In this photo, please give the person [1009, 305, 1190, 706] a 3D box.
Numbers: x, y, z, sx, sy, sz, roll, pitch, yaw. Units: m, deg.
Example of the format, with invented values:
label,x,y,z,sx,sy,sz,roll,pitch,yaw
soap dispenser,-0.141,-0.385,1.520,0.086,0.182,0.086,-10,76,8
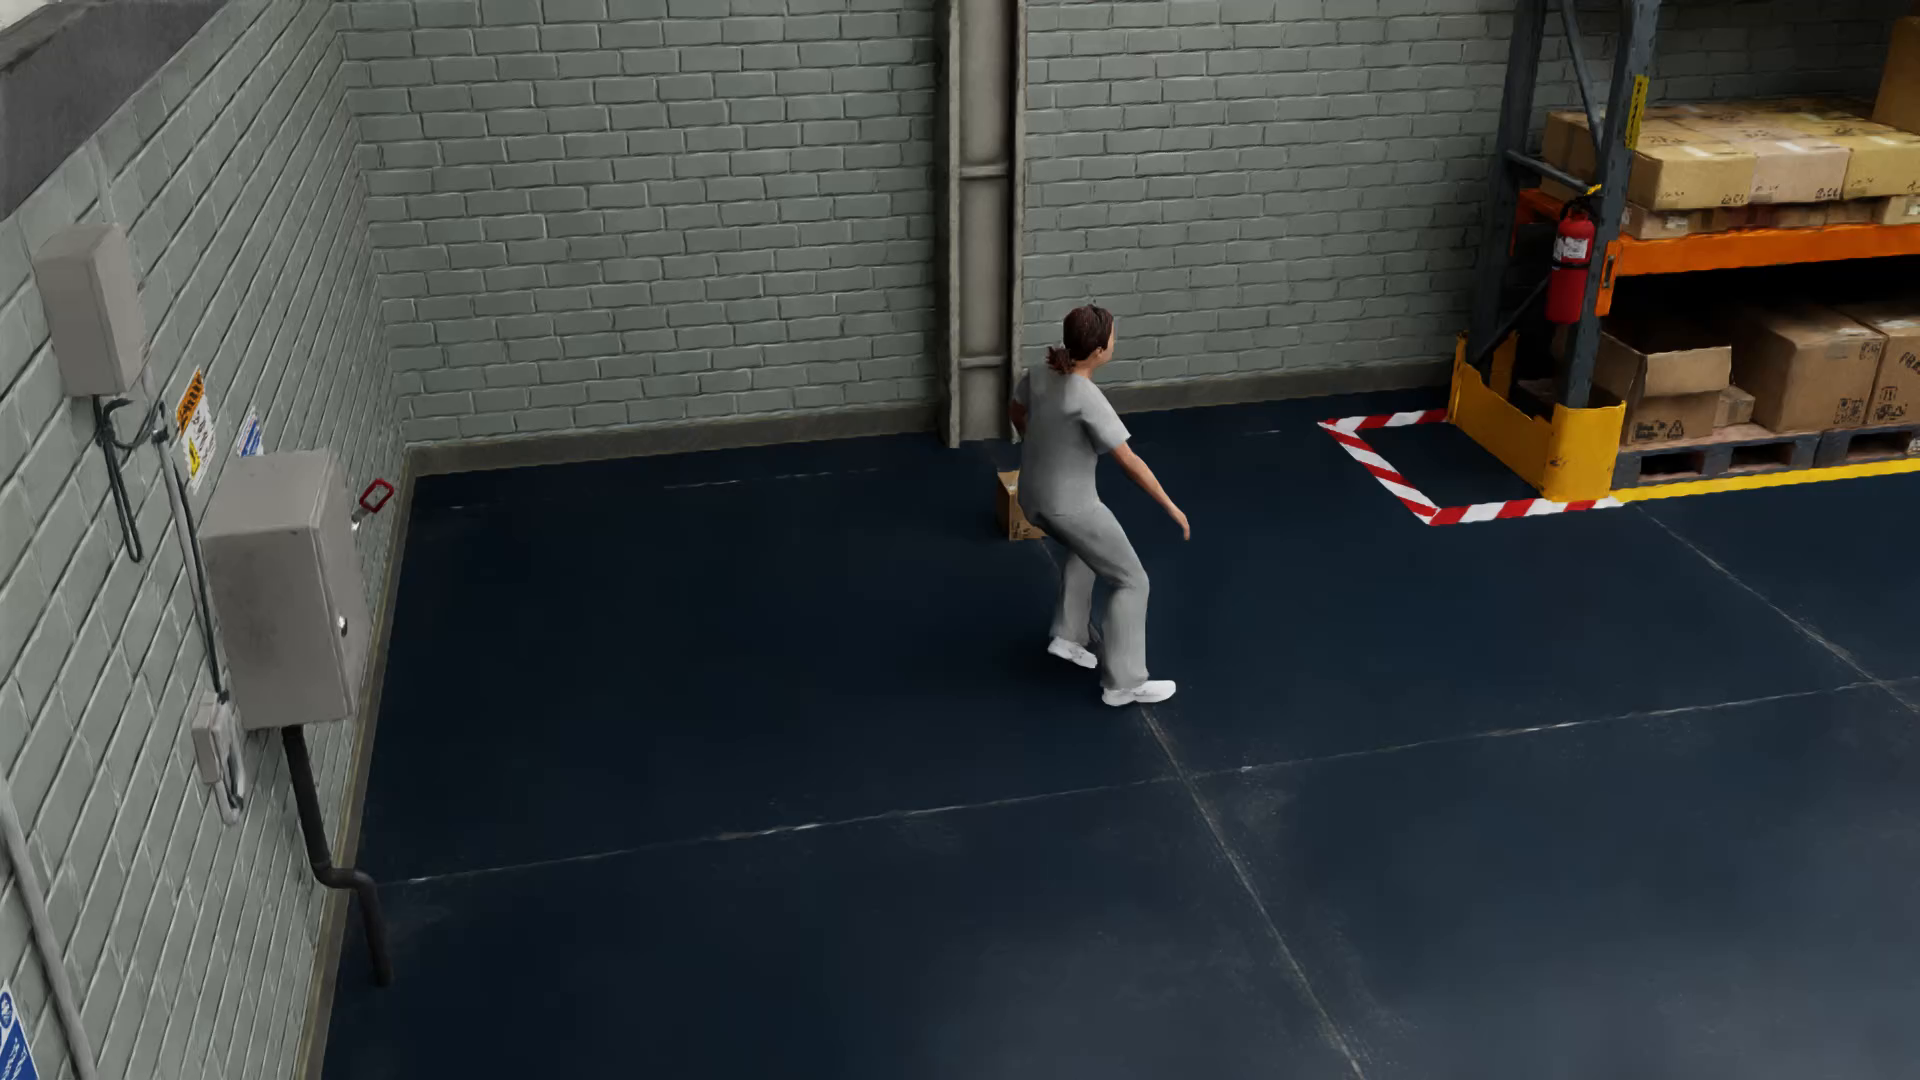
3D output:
label,x,y,z,sx,sy,sz,roll,pitch,yaw
person,0.522,-0.141,6.533,0.468,1.590,0.817,-20,33,-35
